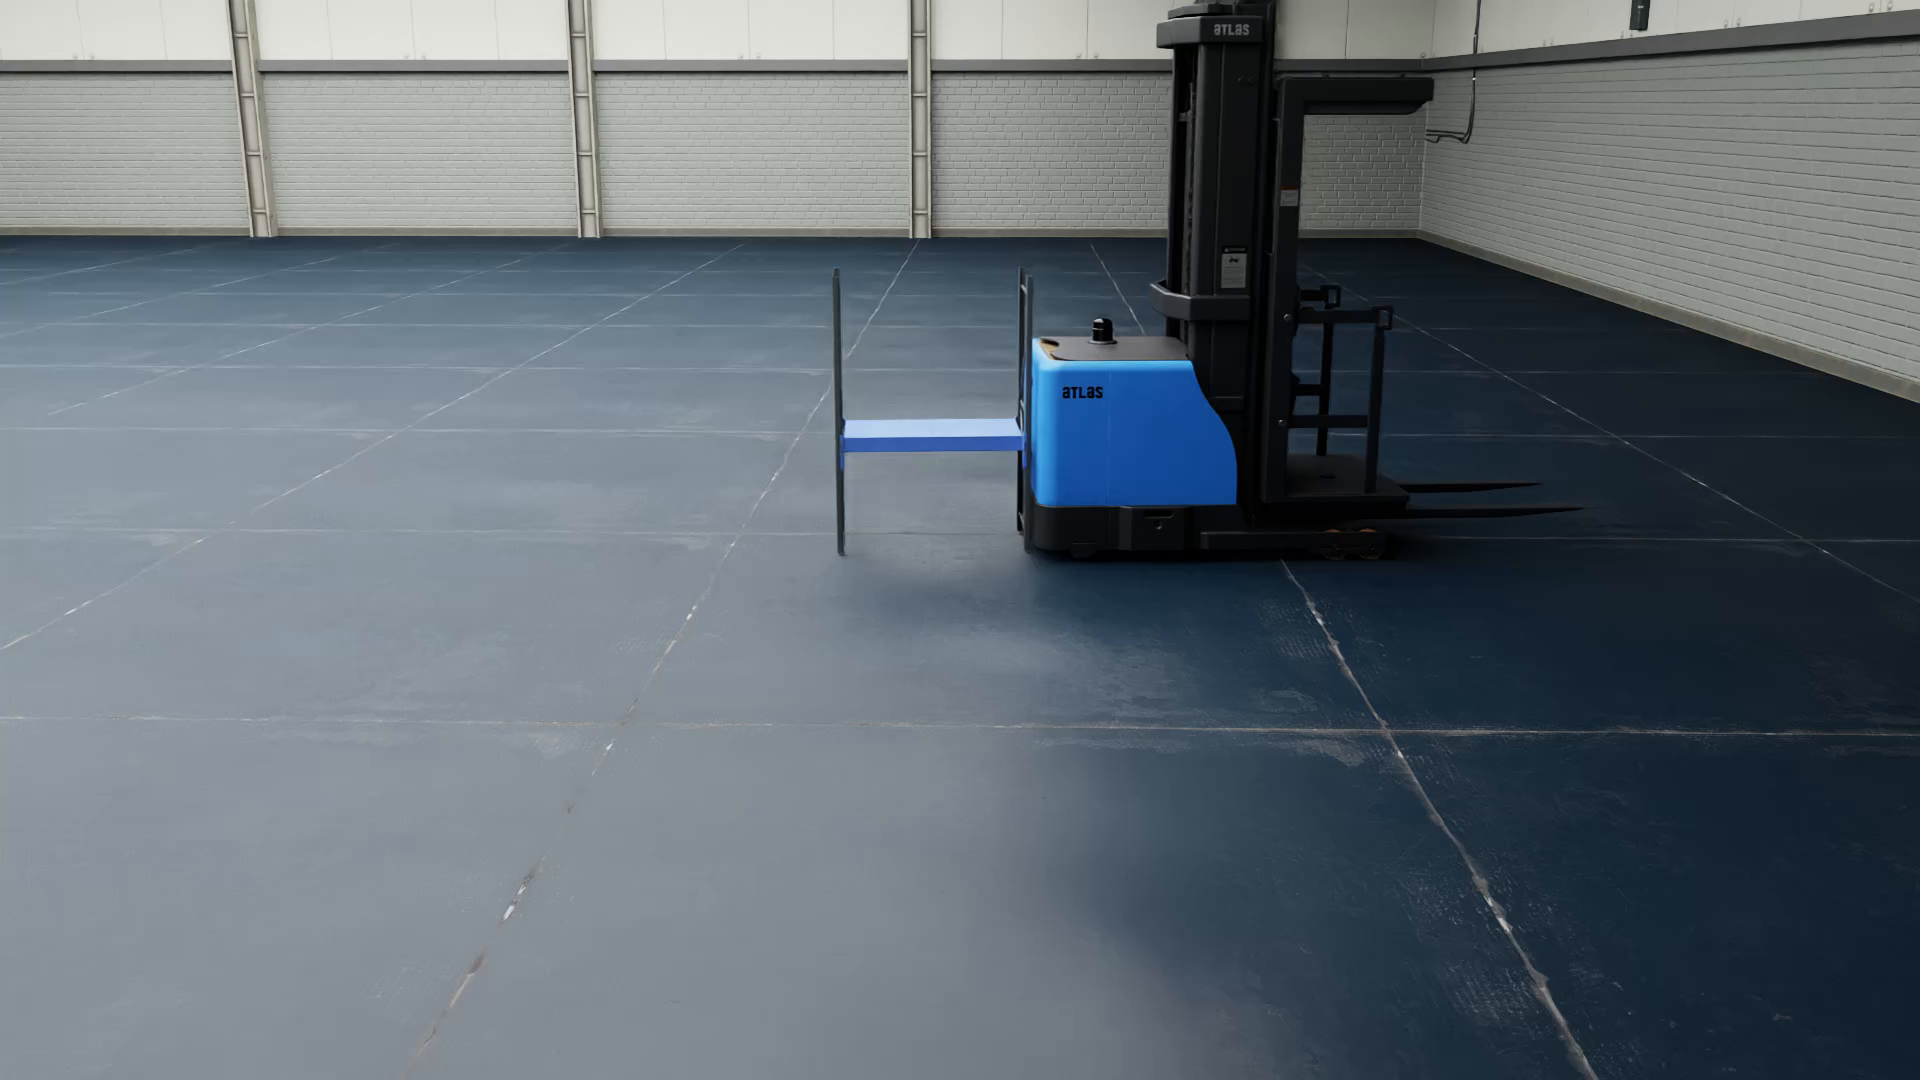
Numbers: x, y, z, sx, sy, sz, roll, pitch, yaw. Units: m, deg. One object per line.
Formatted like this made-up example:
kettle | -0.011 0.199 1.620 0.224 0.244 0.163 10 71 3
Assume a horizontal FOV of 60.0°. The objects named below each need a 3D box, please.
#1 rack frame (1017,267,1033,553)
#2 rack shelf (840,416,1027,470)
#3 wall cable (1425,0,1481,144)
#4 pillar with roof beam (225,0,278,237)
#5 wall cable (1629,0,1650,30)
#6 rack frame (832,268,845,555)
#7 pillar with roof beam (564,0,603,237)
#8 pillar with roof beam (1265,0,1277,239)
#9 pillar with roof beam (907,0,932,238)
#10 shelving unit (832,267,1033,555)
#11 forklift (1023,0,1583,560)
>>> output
rack frame | 0.354 -0.719 9.124 0.032 1.500 0.500 -1 15 -3
rack shelf | -0.154 -0.538 9.145 1.000 0.185 0.538 -1 15 -3
wall cable | 8.197 -7.929 27.842 0.112 2.526 3.097 0 15 1
pillar with roof beam | -12.818 -8.807 25.080 0.400 9.000 9.100 0 15 1
wall cable | 7.939 -8.654 17.836 0.169 6.003 2.305 0 15 1
rack frame | -0.662 -0.705 9.073 0.032 1.500 0.500 -1 15 -3
pillar with roof beam | -6.820 -8.768 24.932 0.400 9.000 9.100 0 15 1
pillar with roof beam | 5.176 -8.689 24.635 0.400 9.000 9.100 0 15 1
pillar with roof beam | -0.822 -8.728 24.783 0.400 9.000 9.100 0 15 1
shelving unit | -0.154 -0.712 9.099 1.048 1.500 0.538 -1 15 -3
forklift | 1.895 -1.442 9.062 3.031 2.935 1.130 -1 15 -3
